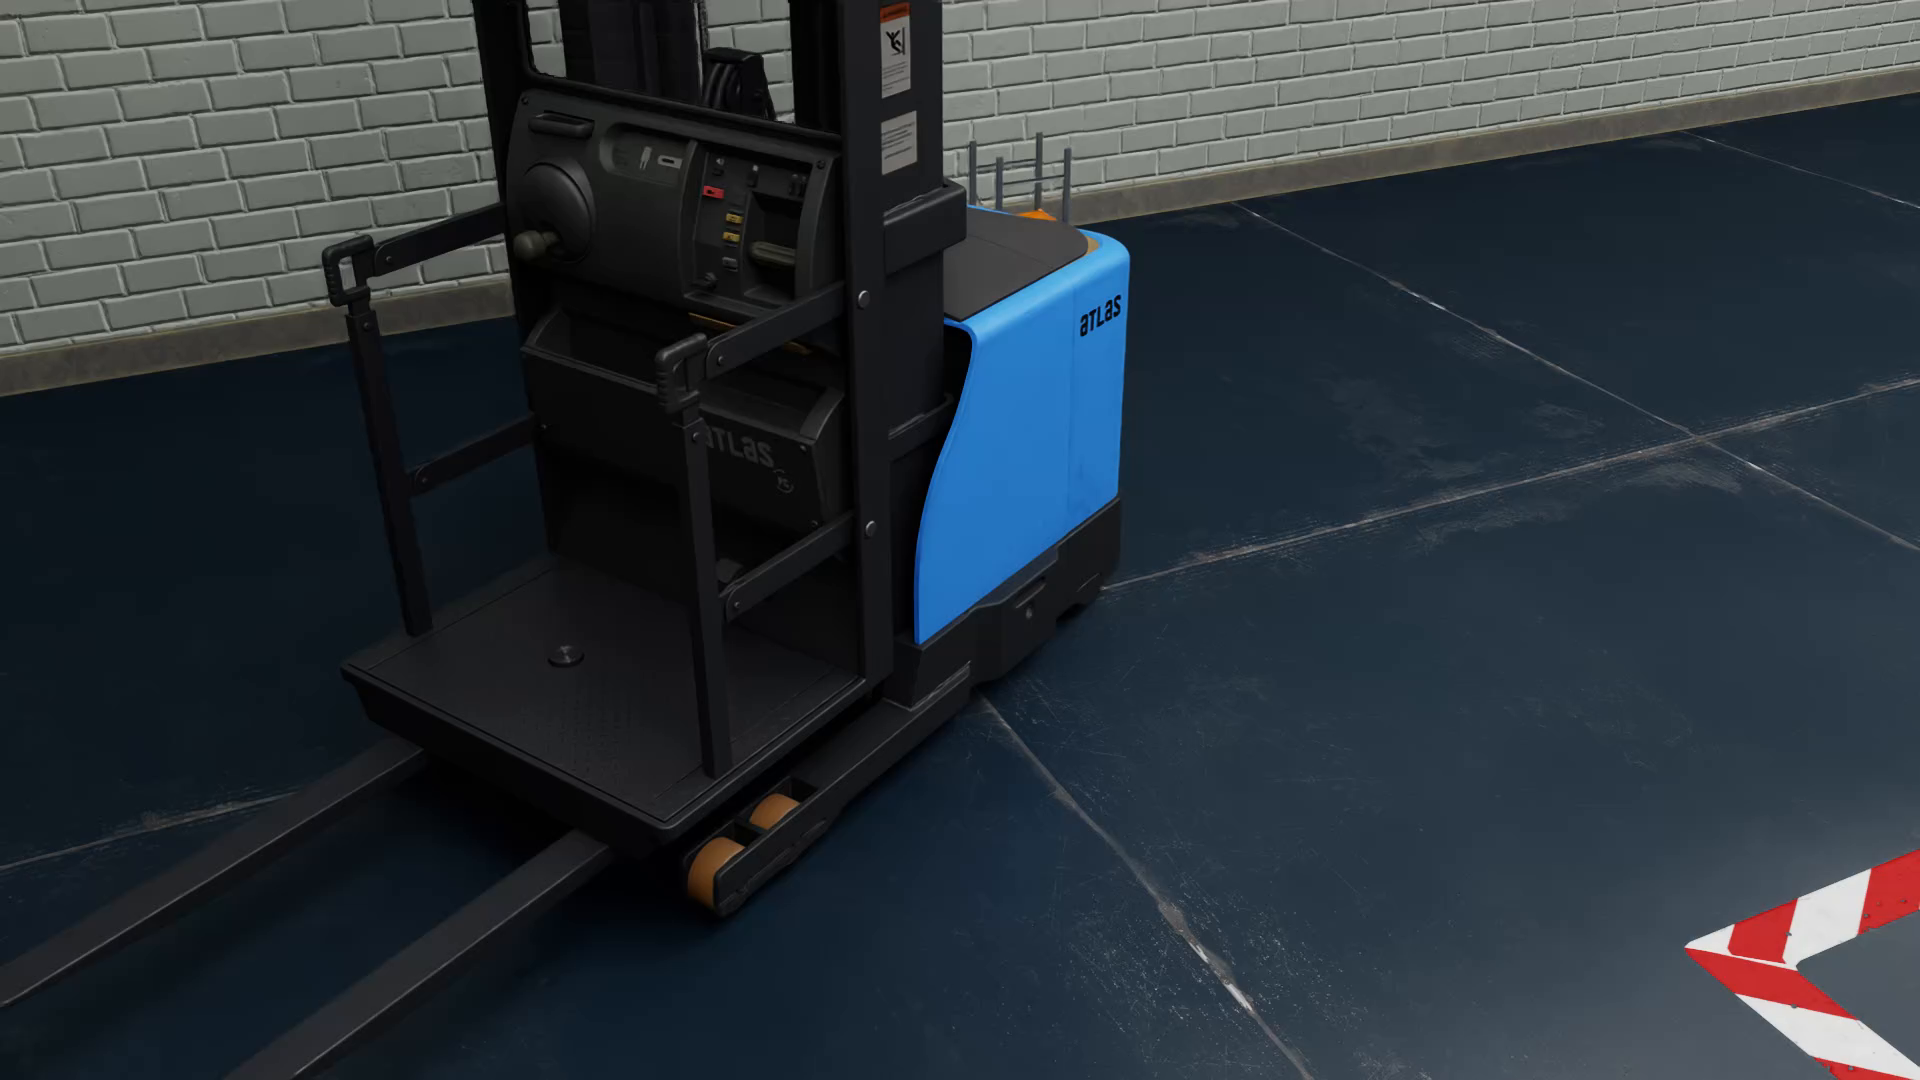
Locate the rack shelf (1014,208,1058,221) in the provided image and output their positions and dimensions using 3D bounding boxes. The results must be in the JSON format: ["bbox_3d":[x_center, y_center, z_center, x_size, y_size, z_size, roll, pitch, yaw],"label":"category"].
[{"bbox_3d":[0.176,-0.908,4.997,0.258,0.103,0.180,-12,32,-21],"label":"rack shelf"}]

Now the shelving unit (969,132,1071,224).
[{"bbox_3d":[0.176,-0.632,5.151,0.258,1.200,0.189,-12,32,-21],"label":"shelving unit"}]

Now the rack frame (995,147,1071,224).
[{"bbox_3d":[0.213,-0.592,5.078,0.240,1.200,0.006,-12,32,-21],"label":"rack frame"}]

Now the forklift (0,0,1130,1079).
[{"bbox_3d":[-0.779,-0.706,3.513,1.130,2.935,3.031,19,34,30],"label":"forklift"}]

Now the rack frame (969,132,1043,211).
[{"bbox_3d":[0.138,-0.673,5.224,0.240,1.200,0.006,-12,32,-21],"label":"rack frame"}]
